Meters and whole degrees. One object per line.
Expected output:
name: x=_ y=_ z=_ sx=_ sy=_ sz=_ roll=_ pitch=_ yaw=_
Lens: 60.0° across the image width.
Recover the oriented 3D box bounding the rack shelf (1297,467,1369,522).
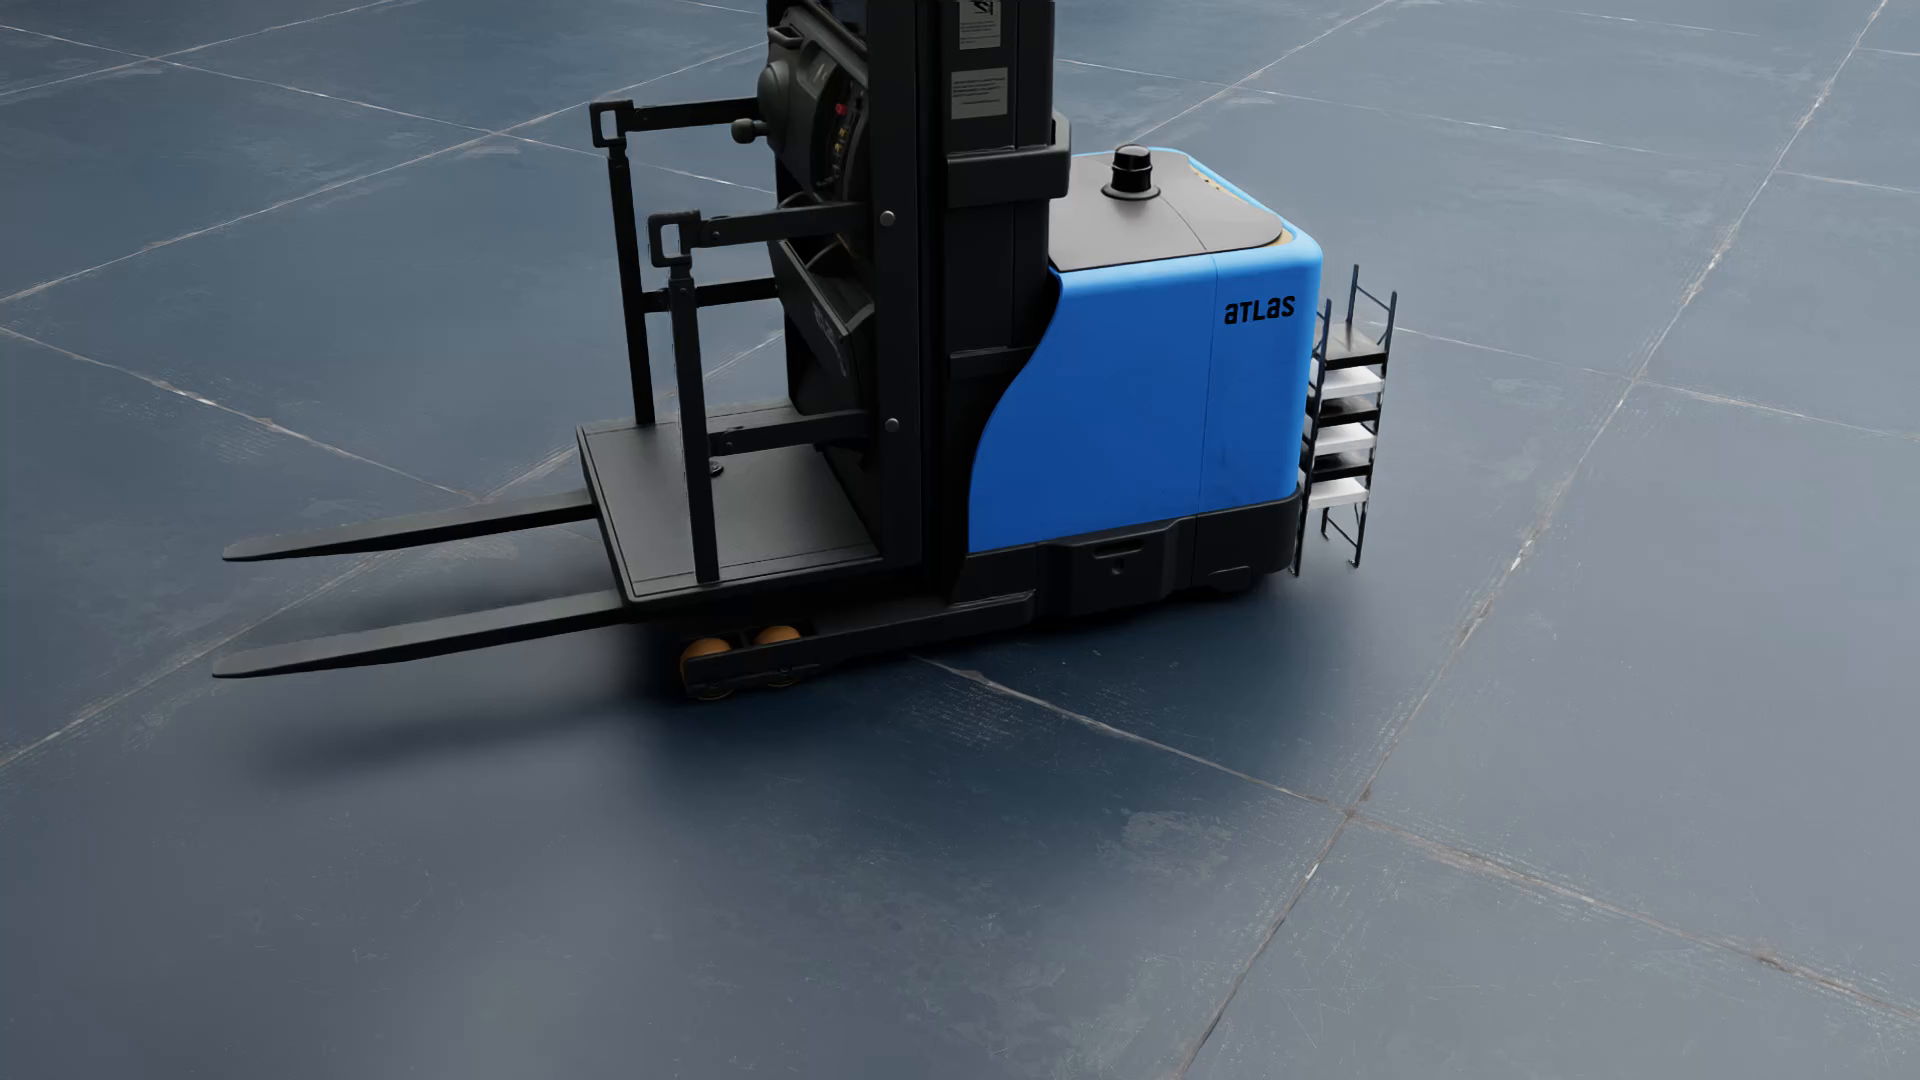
rack shelf: x=1.089 y=-0.161 z=5.056 sx=0.200 sy=0.077 sz=0.258 roll=-9 pitch=31 yaw=-15

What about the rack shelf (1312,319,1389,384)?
rack shelf: x=1.089 y=-0.550 z=4.829 sx=0.200 sy=0.077 sz=0.258 roll=-9 pitch=31 yaw=-15

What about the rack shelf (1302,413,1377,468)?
rack shelf: x=1.089 y=-0.316 z=4.965 sx=0.200 sy=0.077 sz=0.258 roll=-9 pitch=31 yaw=-15

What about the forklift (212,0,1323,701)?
forklift: x=-0.569 y=-1.131 z=4.280 sx=3.031 sy=2.935 sz=1.130 roll=-10 pitch=32 yaw=-16

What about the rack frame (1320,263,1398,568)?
rack frame: x=1.186 y=-0.360 z=4.974 sx=0.006 sy=0.900 sz=0.240 roll=-9 pitch=31 yaw=-15

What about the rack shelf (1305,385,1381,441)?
rack shelf: x=1.089 y=-0.394 z=4.920 sx=0.200 sy=0.077 sz=0.258 roll=-9 pitch=31 yaw=-15

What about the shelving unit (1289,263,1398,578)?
shelving unit: x=1.089 y=-0.345 z=4.948 sx=0.210 sy=0.900 sz=0.258 roll=-9 pitch=31 yaw=-15

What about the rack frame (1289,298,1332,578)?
rack frame: x=0.992 y=-0.330 z=4.923 sx=0.006 sy=0.900 sz=0.240 roll=-9 pitch=31 yaw=-15

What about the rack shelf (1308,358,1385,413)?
rack shelf: x=1.089 y=-0.472 z=4.875 sx=0.200 sy=0.077 sz=0.258 roll=-9 pitch=31 yaw=-15

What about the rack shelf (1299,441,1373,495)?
rack shelf: x=1.089 y=-0.239 z=5.010 sx=0.200 sy=0.077 sz=0.258 roll=-9 pitch=31 yaw=-15
